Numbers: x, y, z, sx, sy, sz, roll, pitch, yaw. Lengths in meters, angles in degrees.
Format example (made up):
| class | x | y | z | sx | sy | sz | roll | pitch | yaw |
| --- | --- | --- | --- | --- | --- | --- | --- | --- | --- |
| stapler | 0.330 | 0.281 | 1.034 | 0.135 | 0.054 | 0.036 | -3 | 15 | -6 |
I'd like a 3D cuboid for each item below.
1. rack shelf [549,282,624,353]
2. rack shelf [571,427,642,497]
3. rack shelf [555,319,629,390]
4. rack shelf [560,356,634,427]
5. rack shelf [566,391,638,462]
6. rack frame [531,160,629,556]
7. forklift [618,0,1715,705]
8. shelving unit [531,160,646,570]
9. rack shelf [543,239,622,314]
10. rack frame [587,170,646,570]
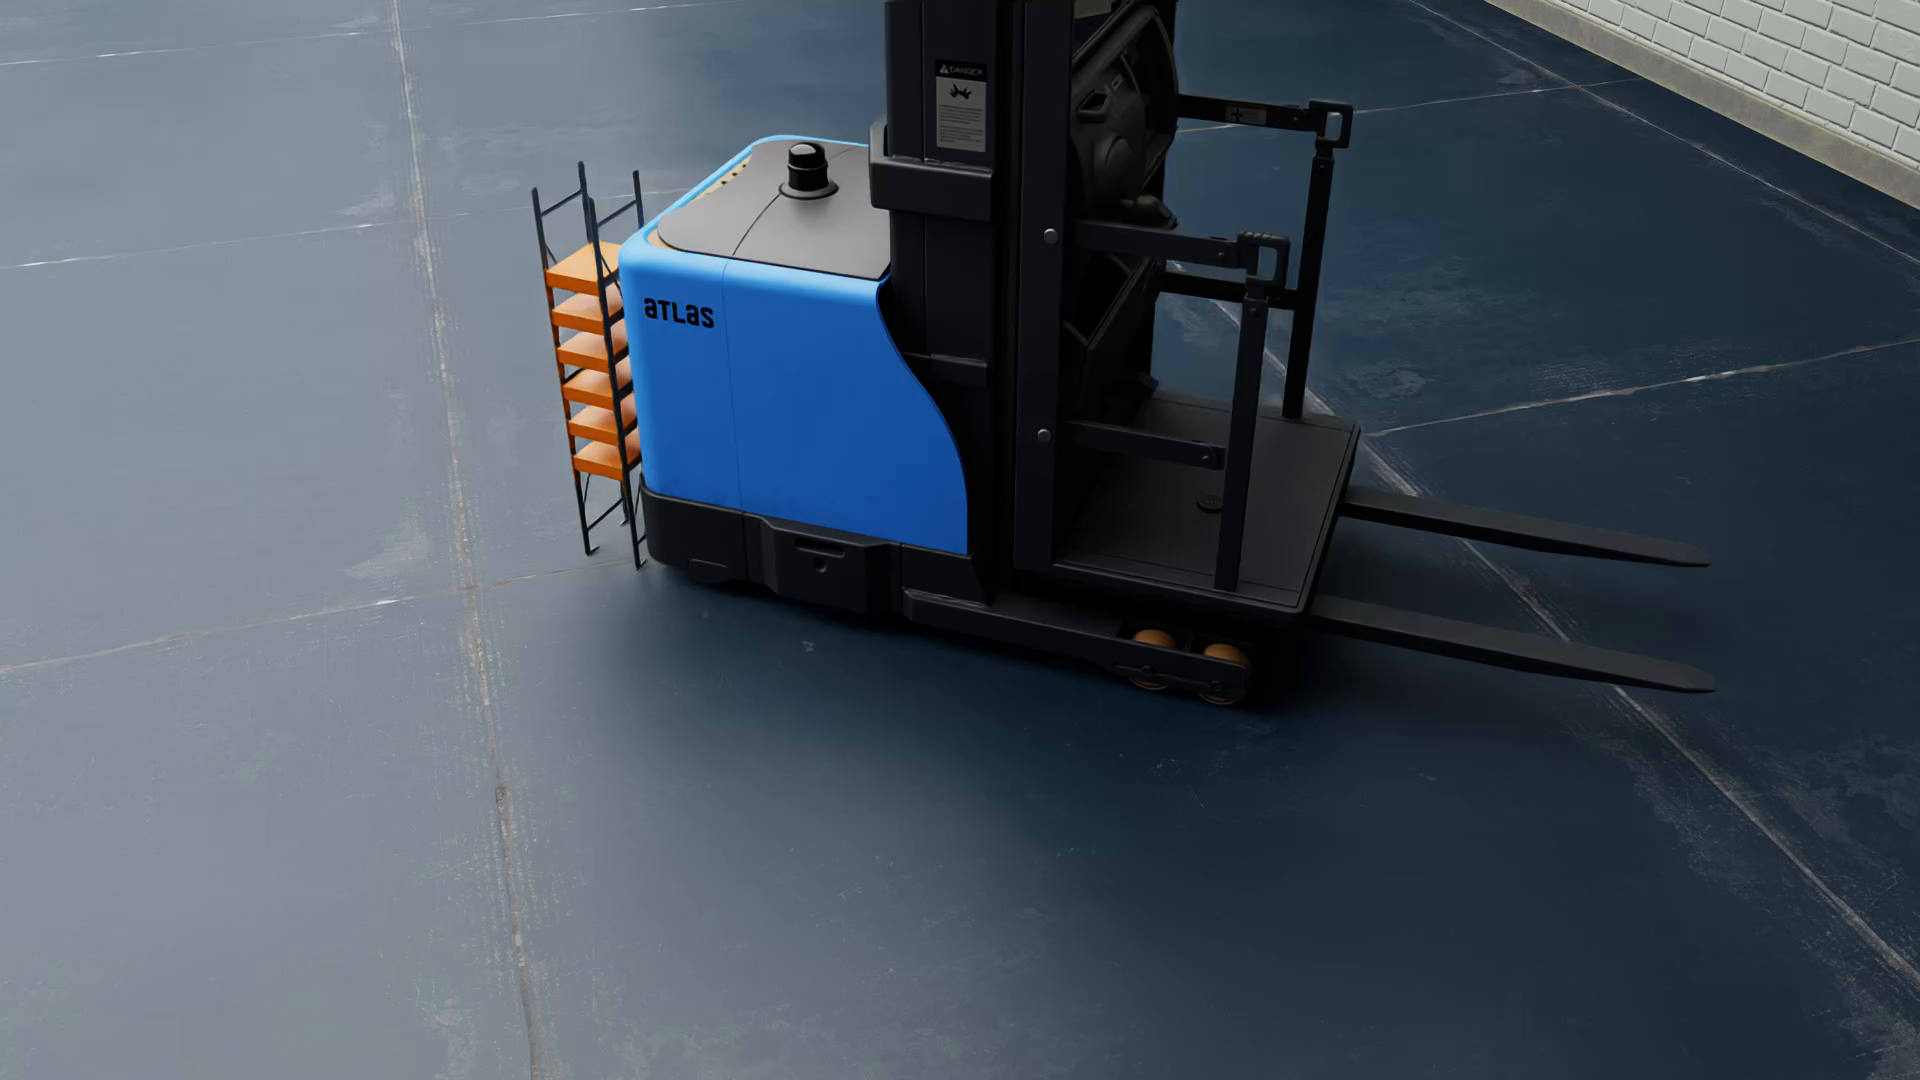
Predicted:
| class | x | y | z | sx | sy | sz | roll | pitch | yaw |
| --- | --- | --- | --- | --- | --- | --- | --- | --- | --- |
| rack shelf | -1.031 | -0.654 | 4.796 | 0.180 | 0.103 | 0.258 | 14 | 36 | 20 |
| rack shelf | -1.031 | -0.253 | 5.061 | 0.180 | 0.103 | 0.258 | 14 | 36 | 20 |
| rack shelf | -1.031 | -0.554 | 4.862 | 0.180 | 0.103 | 0.258 | 14 | 36 | 20 |
| rack shelf | -1.031 | -0.453 | 4.928 | 0.180 | 0.103 | 0.258 | 14 | 36 | 20 |
| rack shelf | -1.031 | -0.353 | 4.995 | 0.180 | 0.103 | 0.258 | 14 | 36 | 20 |
| rack frame | -1.115 | -0.511 | 4.935 | 0.006 | 1.200 | 0.240 | 14 | 36 | 20 |
| forklift | 0.619 | -1.102 | 4.259 | 3.031 | 2.935 | 1.130 | 11 | 35 | 16 |
| shelving unit | -1.031 | -0.490 | 4.904 | 0.189 | 1.200 | 0.258 | 14 | 36 | 20 |
| rack shelf | -1.031 | -0.754 | 4.730 | 0.180 | 0.103 | 0.258 | 14 | 36 | 20 |
| rack frame | -0.947 | -0.470 | 4.873 | 0.006 | 1.200 | 0.240 | 14 | 36 | 20 |
